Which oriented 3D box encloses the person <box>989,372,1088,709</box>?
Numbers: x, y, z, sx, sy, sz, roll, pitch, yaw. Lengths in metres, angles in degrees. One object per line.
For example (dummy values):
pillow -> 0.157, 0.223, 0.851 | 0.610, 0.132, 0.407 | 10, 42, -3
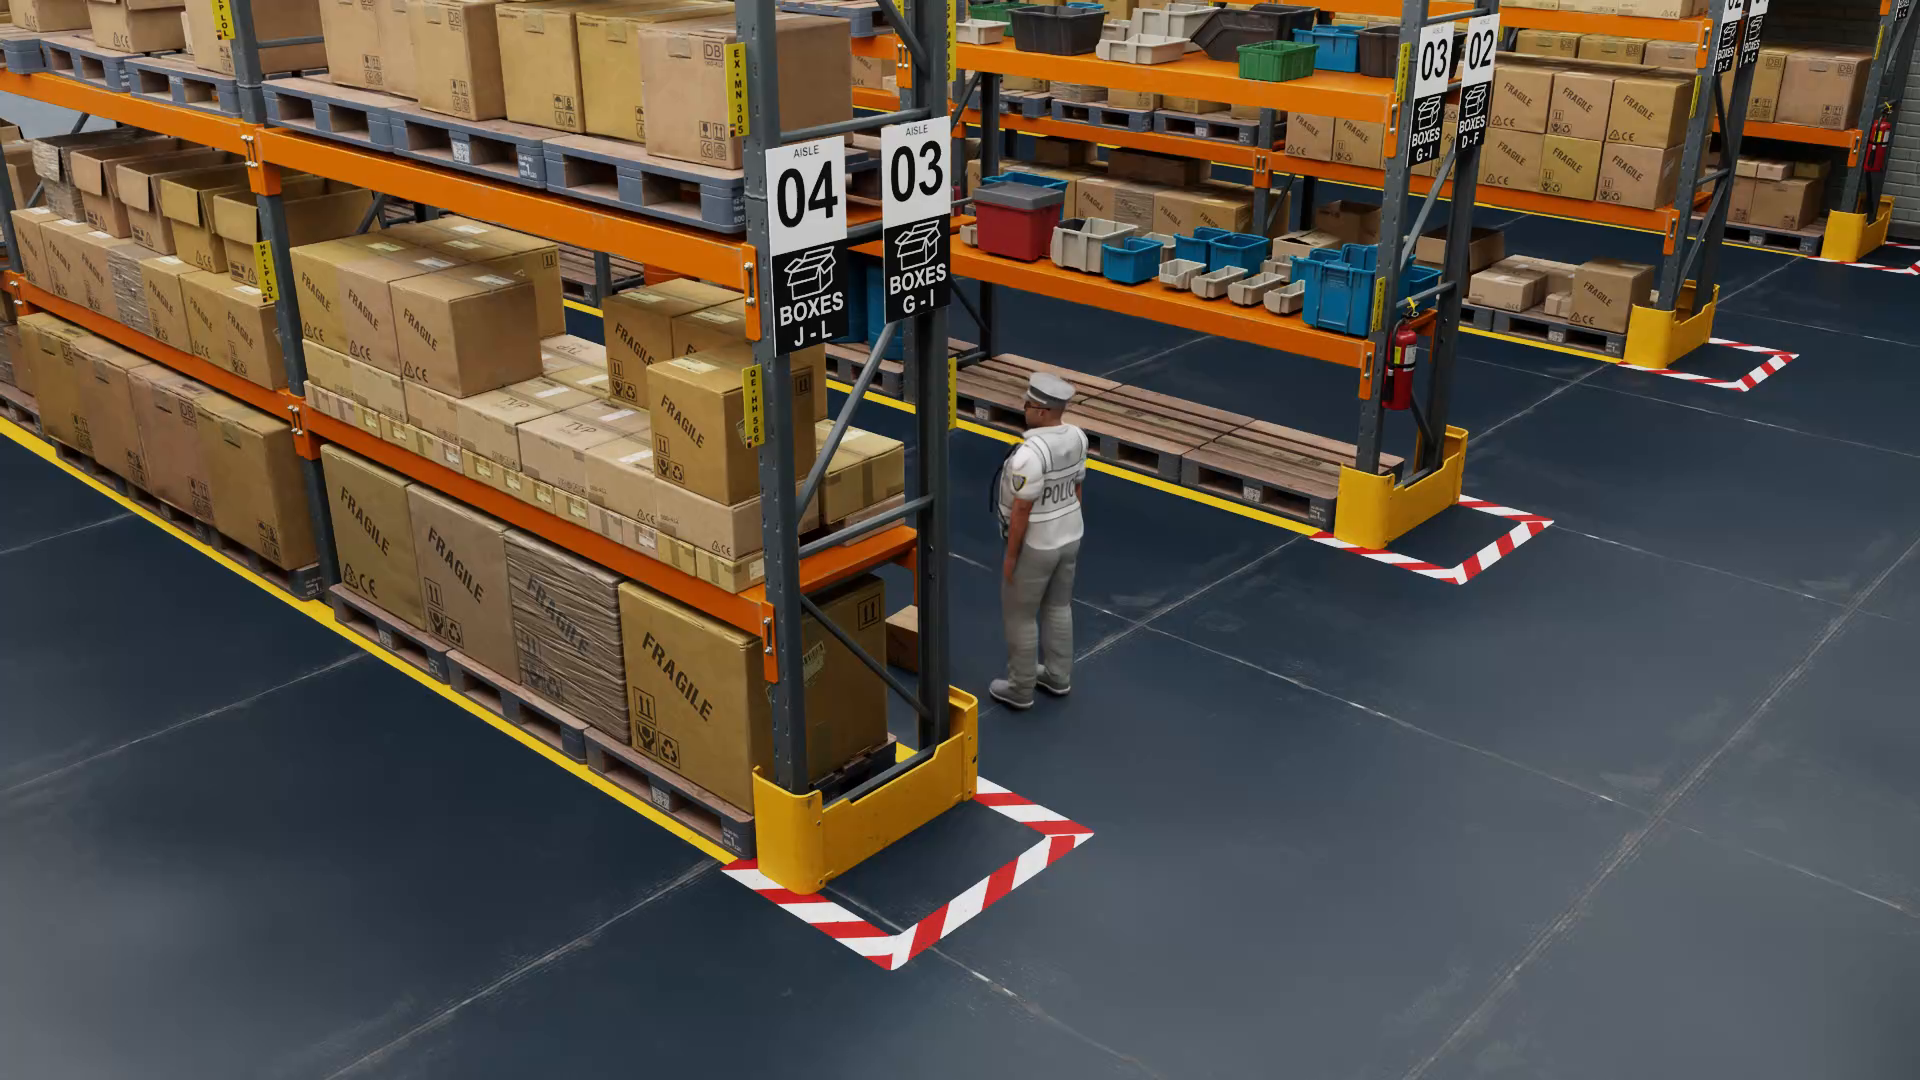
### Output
person -> 0.414, -0.006, 8.538 | 0.411, 1.775, 0.583 | 20, 30, 37
